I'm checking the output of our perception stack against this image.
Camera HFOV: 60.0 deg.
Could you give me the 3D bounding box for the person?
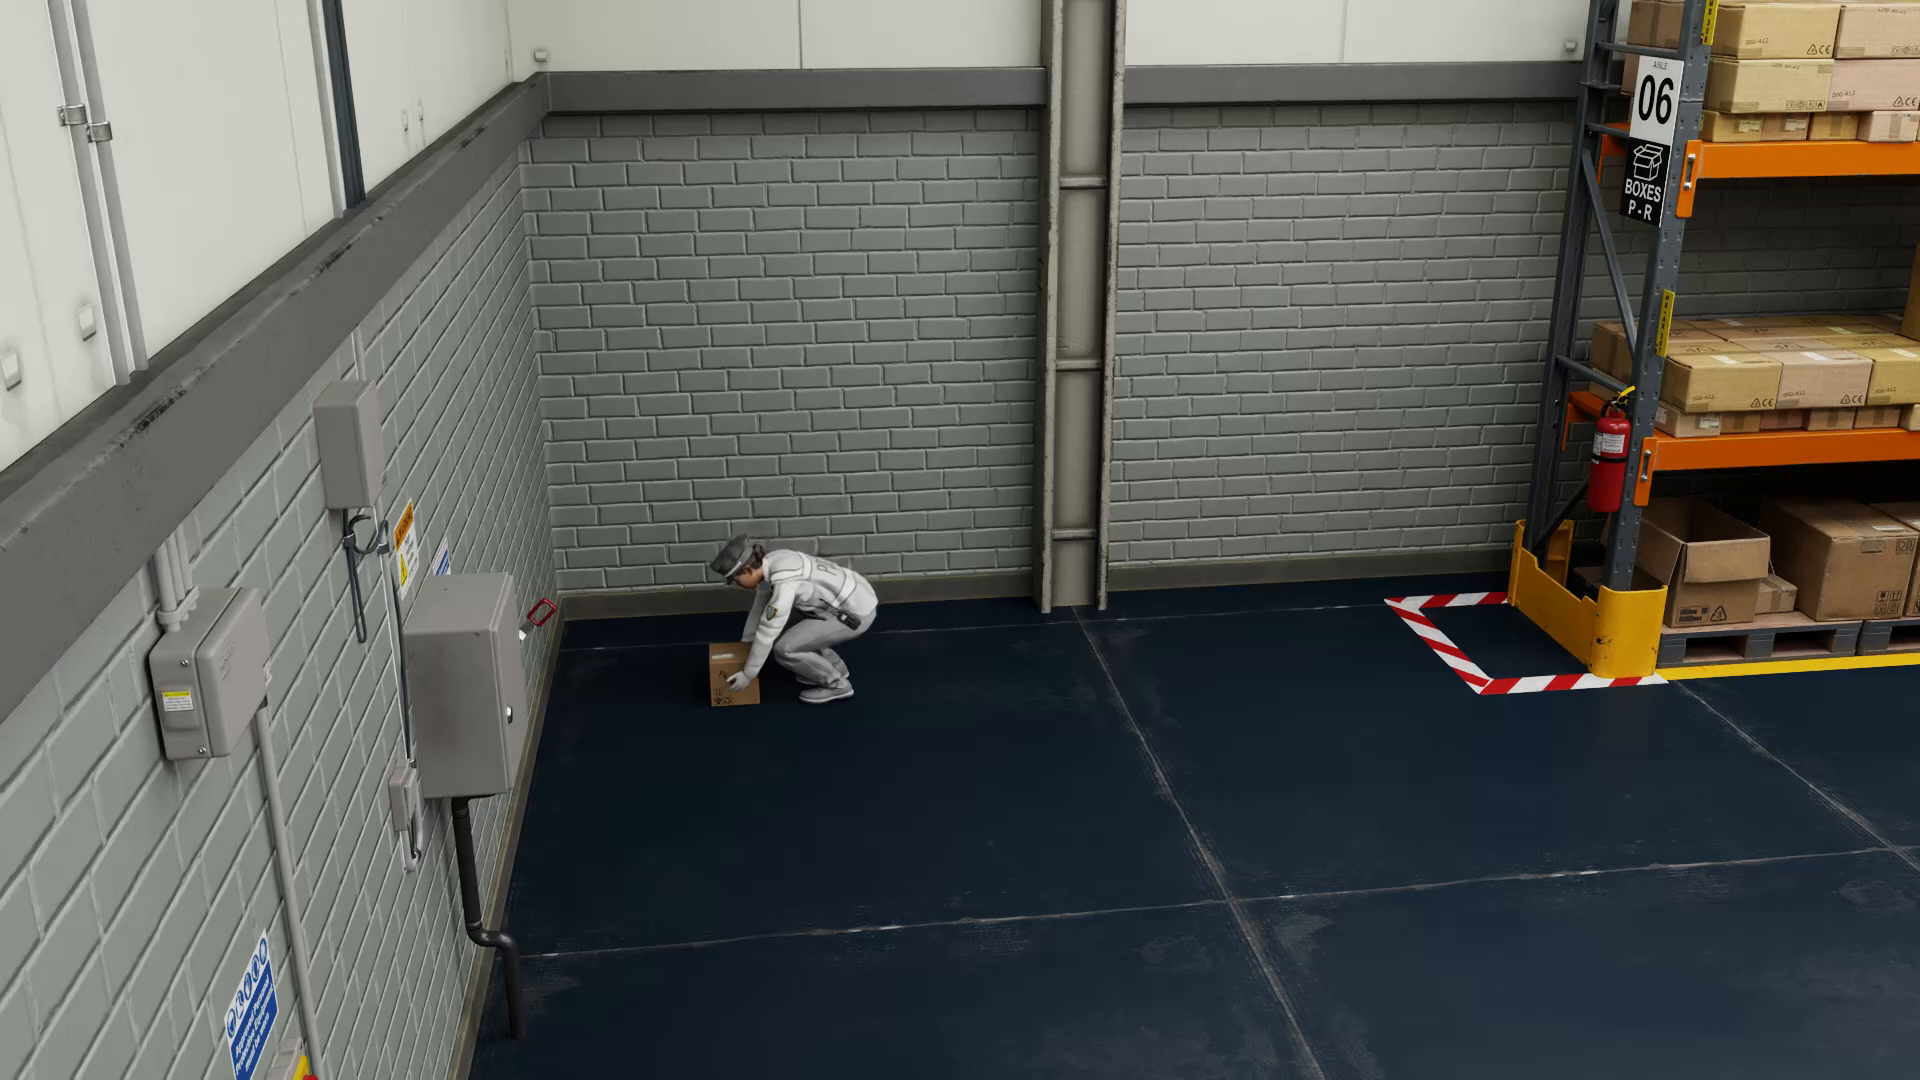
[{"bbox_3d":[-0.854,0.384,8.629,0.854,0.913,0.489,-3,20,-8],"label":"person"}]
